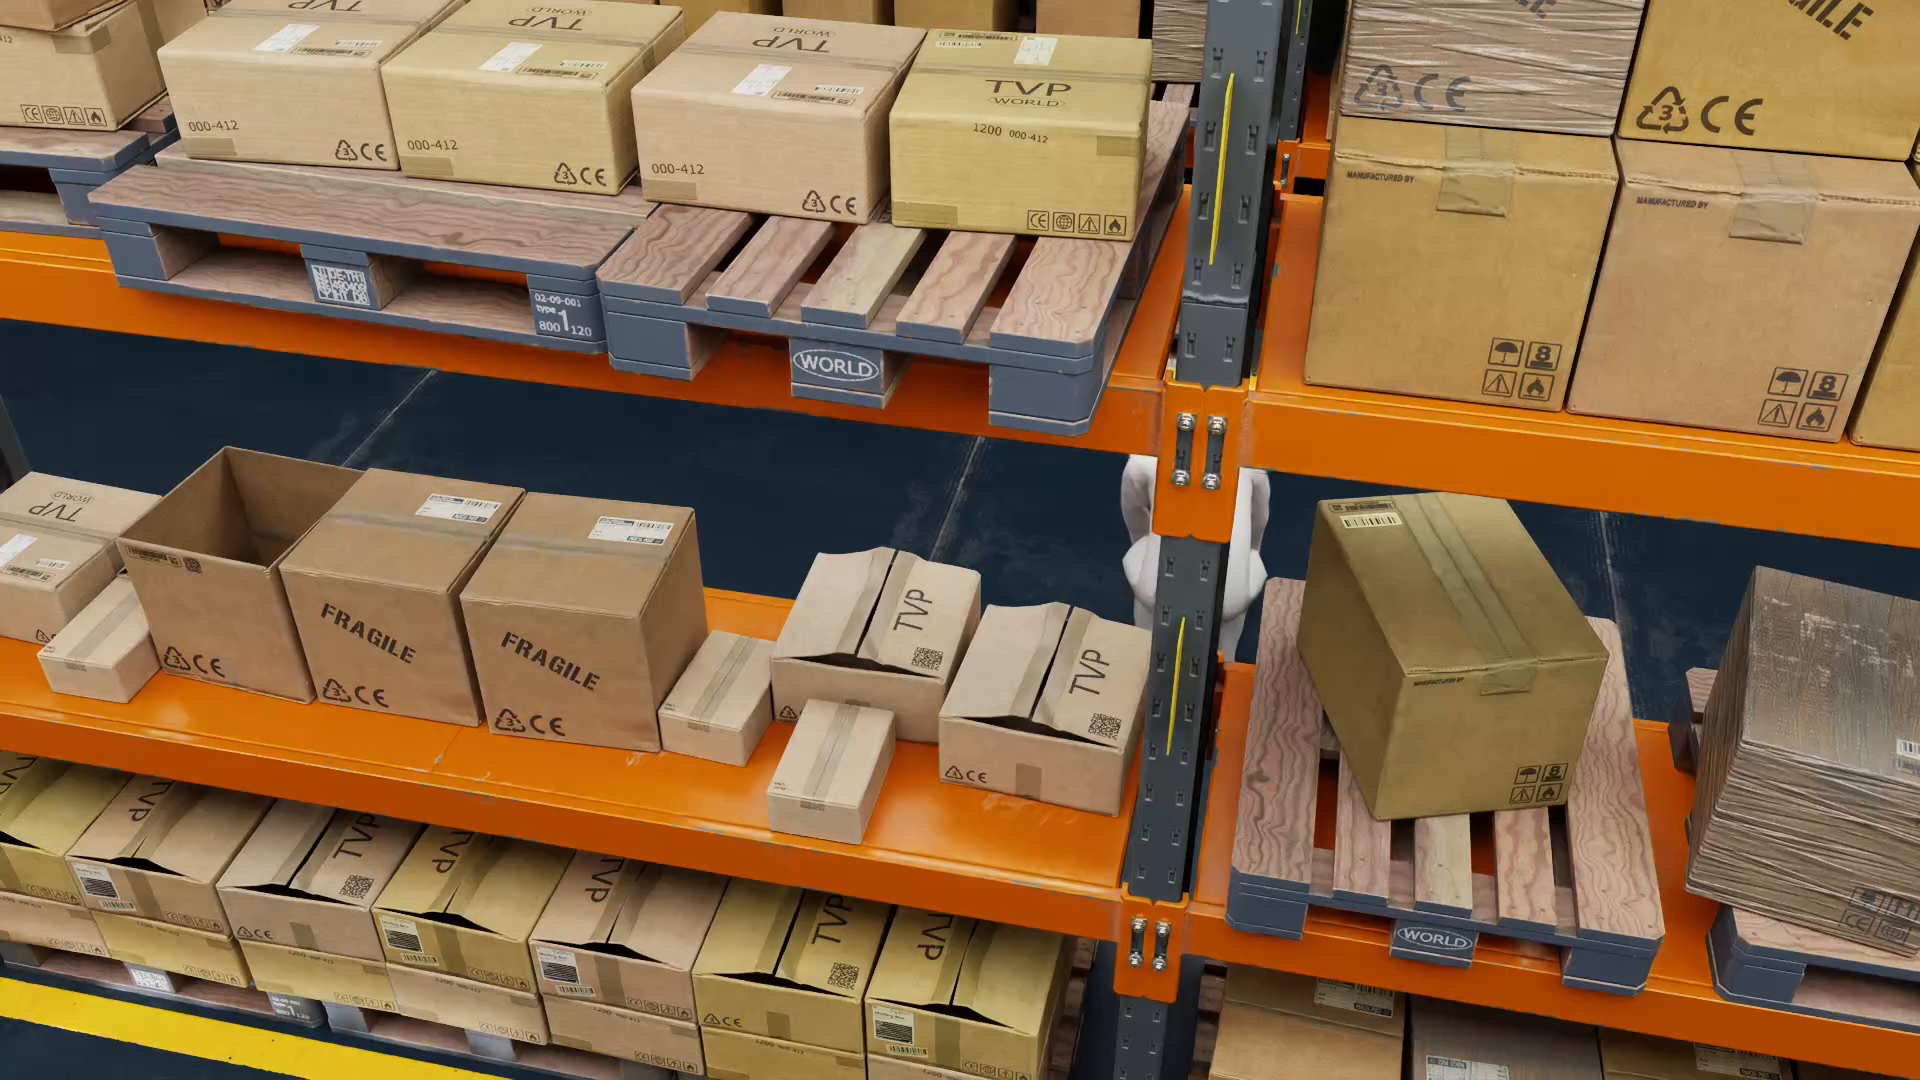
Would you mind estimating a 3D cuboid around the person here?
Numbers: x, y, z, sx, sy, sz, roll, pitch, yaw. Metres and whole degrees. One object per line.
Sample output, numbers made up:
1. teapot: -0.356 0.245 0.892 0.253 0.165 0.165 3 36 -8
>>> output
1. person: 0.922 0.045 6.638 0.619 1.144 0.851 7 37 10
